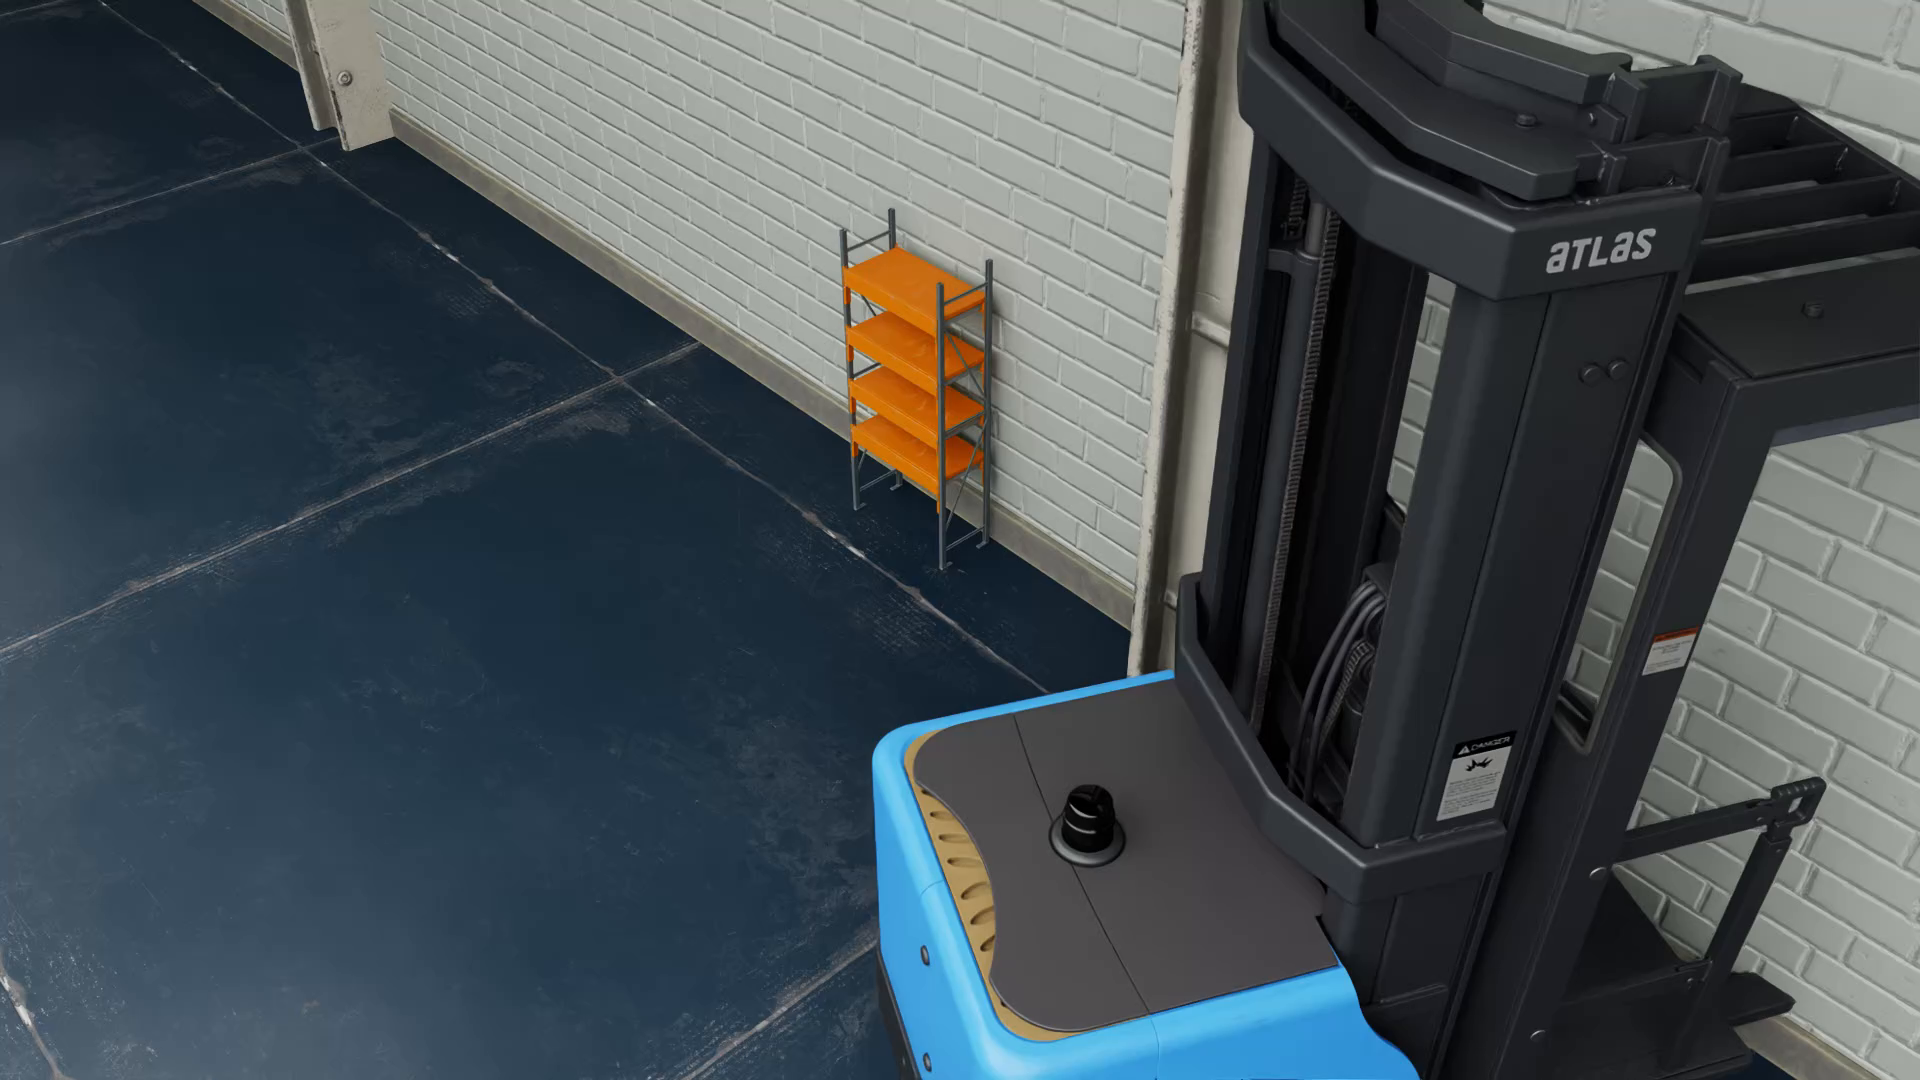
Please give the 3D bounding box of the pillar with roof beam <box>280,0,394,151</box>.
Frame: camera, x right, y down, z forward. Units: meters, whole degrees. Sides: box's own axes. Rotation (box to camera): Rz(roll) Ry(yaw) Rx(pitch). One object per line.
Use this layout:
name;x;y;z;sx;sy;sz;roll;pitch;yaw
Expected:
pillar with roof beam;-6.433;-3.884;3.897;9.100;9.000;0.400;-30;48;-32

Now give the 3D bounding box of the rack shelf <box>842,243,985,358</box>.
rack shelf;-0.150;-0.826;5.692;0.258;0.148;0.480;-30;48;-32

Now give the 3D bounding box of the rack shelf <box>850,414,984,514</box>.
rack shelf;-0.150;-0.314;6.106;0.258;0.148;0.480;-30;48;-32

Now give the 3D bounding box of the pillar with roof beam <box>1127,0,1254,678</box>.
pillar with roof beam;-2.375;-1.107;0.459;9.100;9.000;0.400;-30;48;-32

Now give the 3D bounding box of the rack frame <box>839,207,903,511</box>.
rack frame;-0.317;-0.633;6.078;0.240;1.200;0.015;-30;48;-32

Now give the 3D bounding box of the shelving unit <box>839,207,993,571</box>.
shelving unit;-0.150;-0.521;5.939;0.258;1.200;0.503;-30;48;-32

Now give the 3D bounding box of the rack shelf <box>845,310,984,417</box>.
rack shelf;-0.150;-0.642;5.841;0.258;0.148;0.480;-30;48;-32

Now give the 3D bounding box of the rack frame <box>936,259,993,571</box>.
rack frame;0.017;-0.409;5.801;0.240;1.200;0.015;-30;48;-32

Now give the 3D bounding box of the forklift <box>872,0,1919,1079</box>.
forklift;1.352;0.177;3.698;3.031;2.935;1.130;-11;40;-13

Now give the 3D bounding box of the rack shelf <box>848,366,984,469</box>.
rack shelf;-0.150;-0.468;5.982;0.258;0.148;0.480;-30;48;-32
